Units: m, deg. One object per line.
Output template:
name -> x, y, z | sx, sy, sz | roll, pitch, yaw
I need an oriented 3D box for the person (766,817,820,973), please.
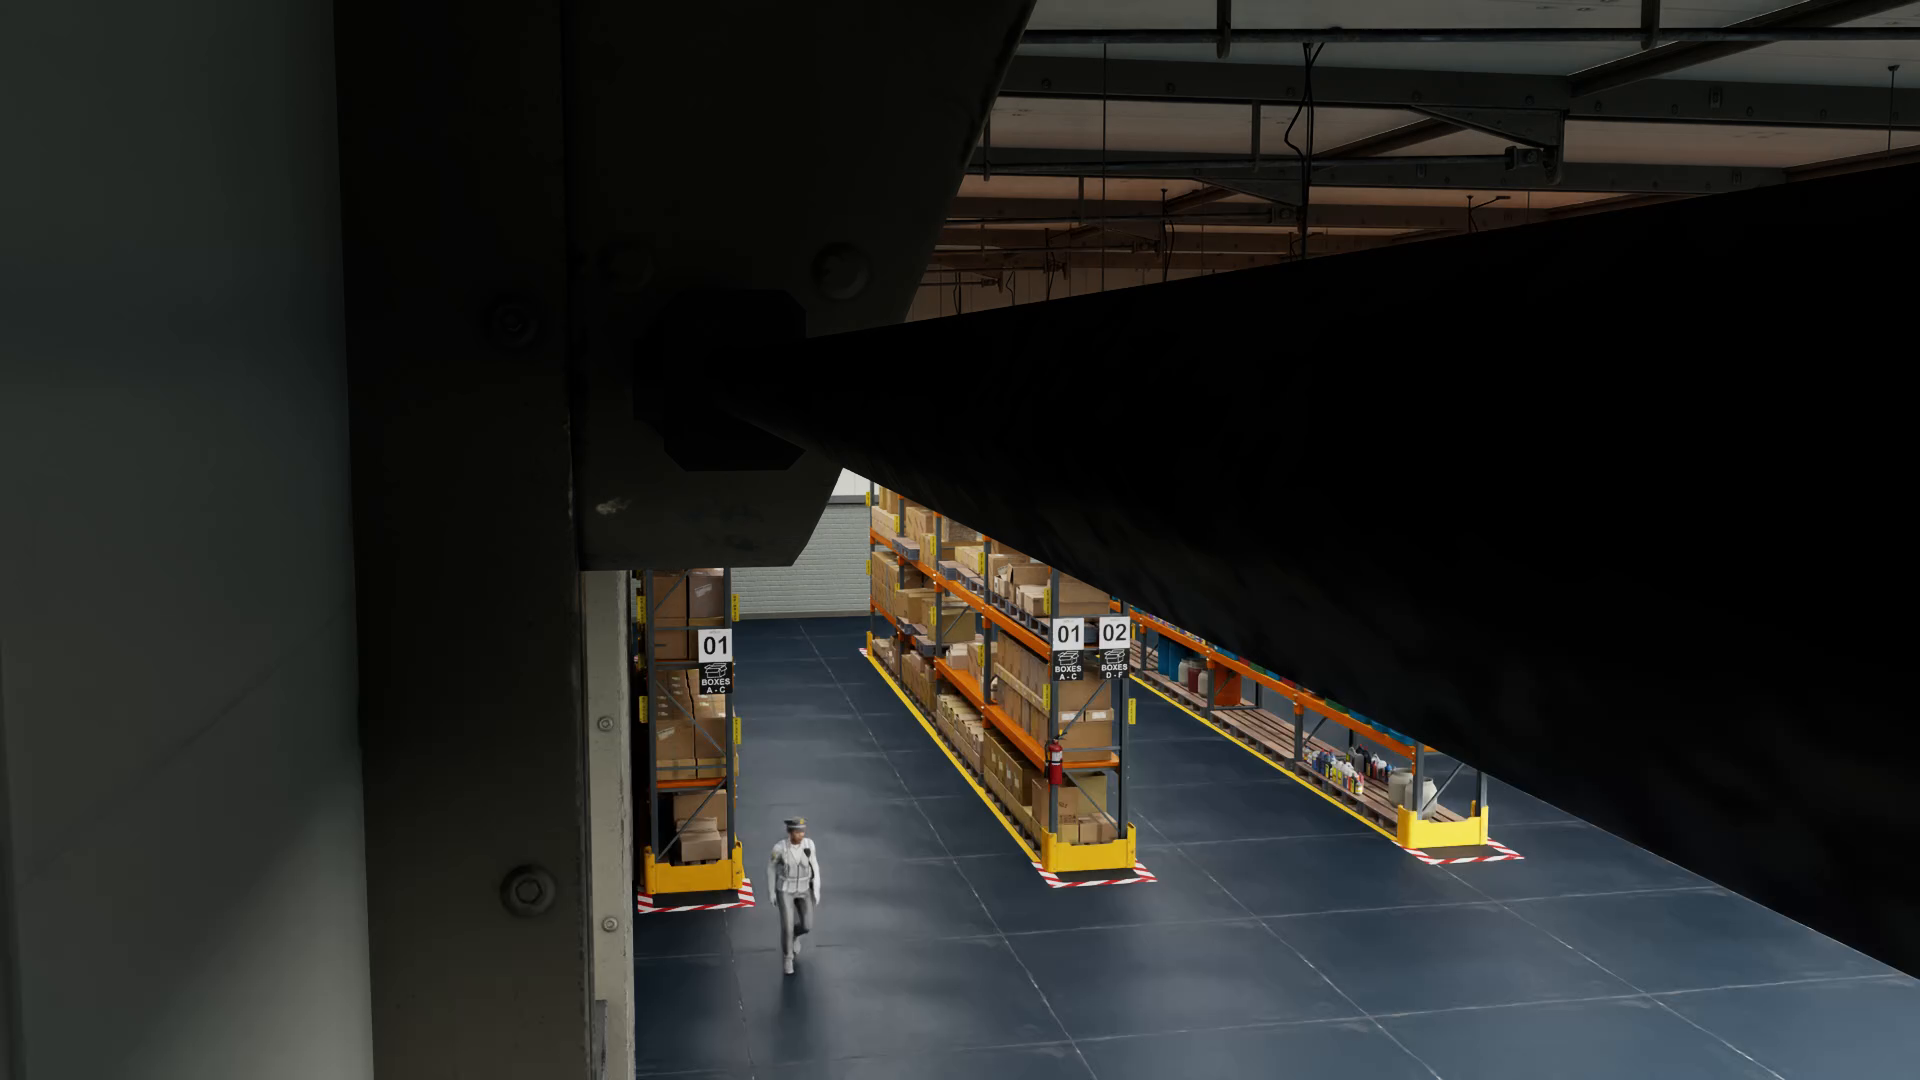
person -> -1.776, 3.691, 17.559 | 0.547, 1.654, 0.547 | -2, 6, -22
